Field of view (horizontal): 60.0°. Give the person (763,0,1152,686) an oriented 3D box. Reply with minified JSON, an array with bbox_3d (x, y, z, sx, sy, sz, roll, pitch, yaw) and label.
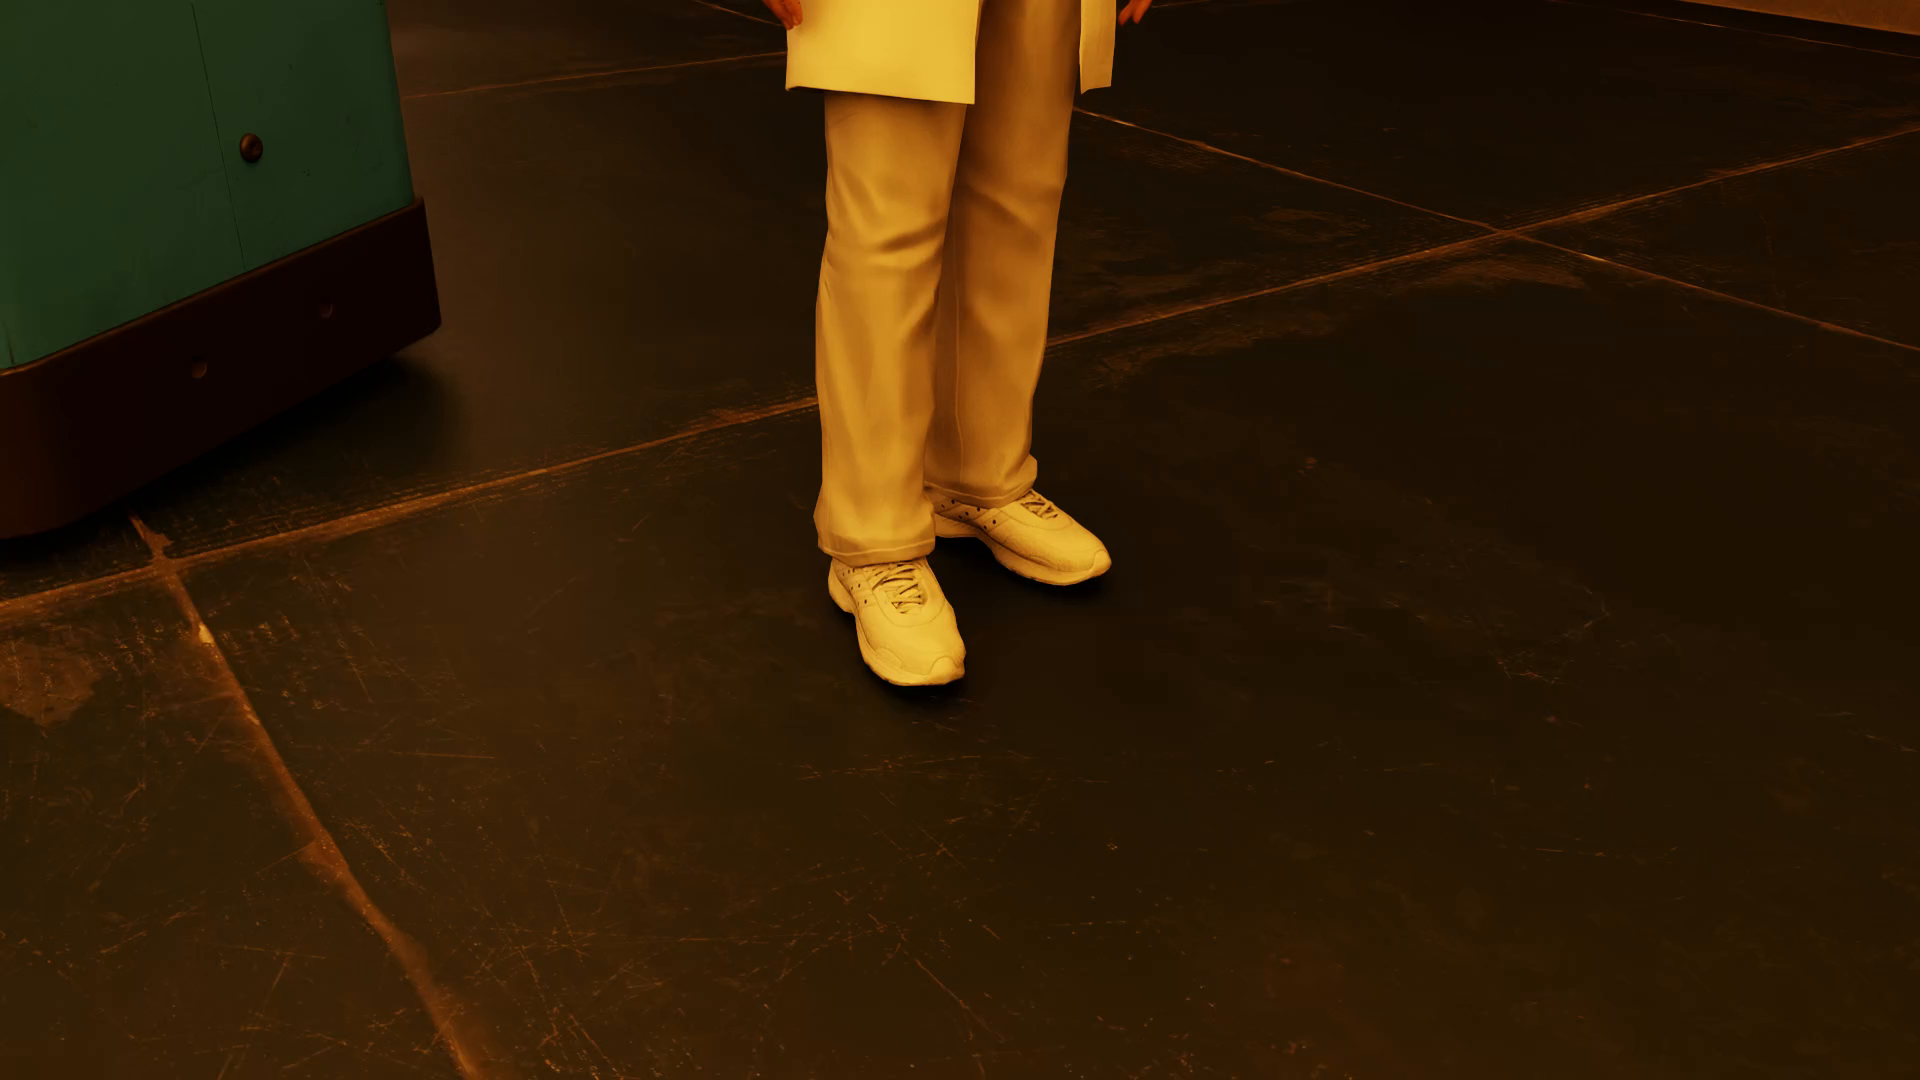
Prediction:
[{"bbox_3d":[0.048,-0.767,2.029,0.698,1.776,0.580,-17,31,-31],"label":"person"}]

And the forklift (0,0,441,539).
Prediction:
[{"bbox_3d":[-2.556,-1.679,2.577,3.031,2.935,1.130,9,28,17],"label":"forklift"}]
